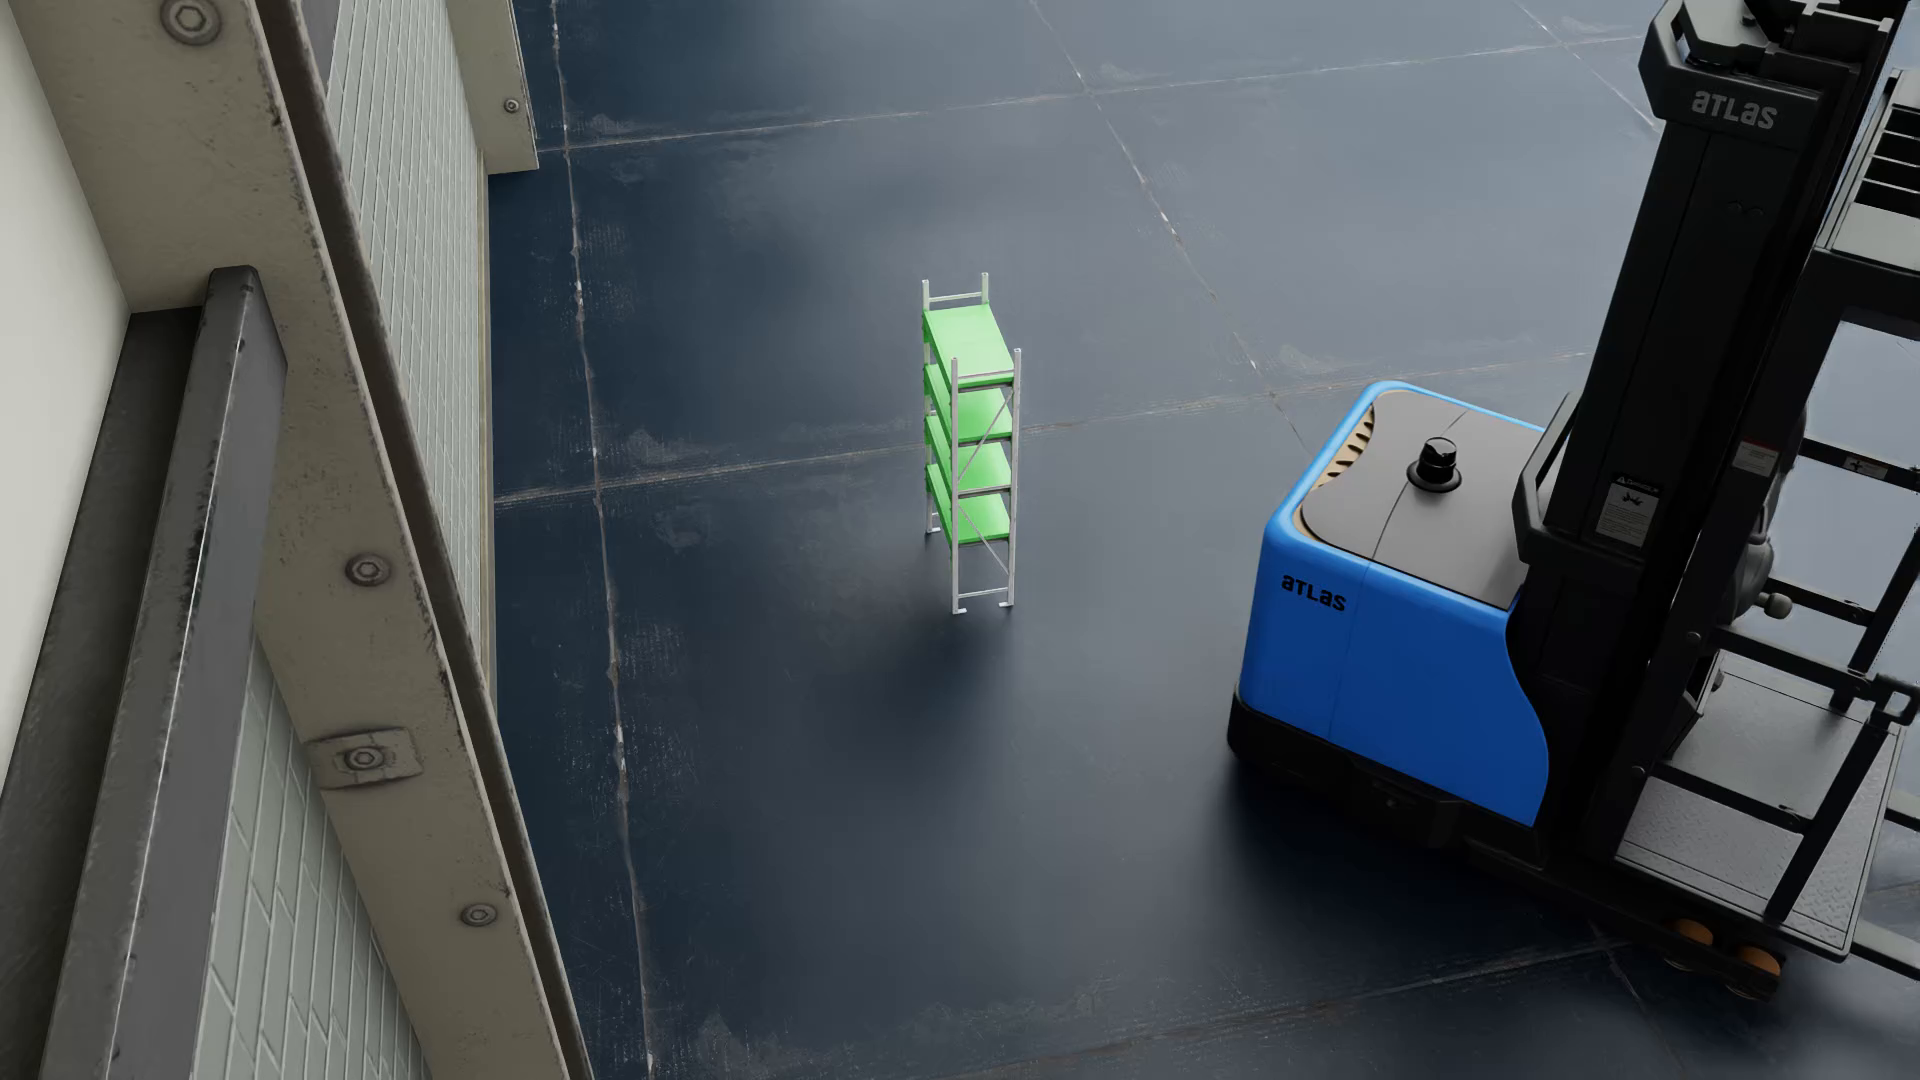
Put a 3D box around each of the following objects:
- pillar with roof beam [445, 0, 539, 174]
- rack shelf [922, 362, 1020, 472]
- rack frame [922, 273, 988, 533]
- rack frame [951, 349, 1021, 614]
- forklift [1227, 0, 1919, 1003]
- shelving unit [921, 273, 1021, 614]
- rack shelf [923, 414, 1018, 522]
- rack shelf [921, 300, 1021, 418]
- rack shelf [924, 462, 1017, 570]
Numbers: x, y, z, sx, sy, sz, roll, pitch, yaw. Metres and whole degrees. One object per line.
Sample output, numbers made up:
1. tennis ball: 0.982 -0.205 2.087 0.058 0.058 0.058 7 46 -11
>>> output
1. pillar with roof beam: 1.726 -6.100 6.843 9.100 9.000 0.400 -8 42 -9
2. rack shelf: 0.036 -0.473 6.114 0.258 0.148 0.480 -8 42 -9
3. rack frame: -0.017 -0.500 6.409 0.240 1.200 0.015 -8 42 -9
4. rack frame: 0.088 -0.183 6.053 0.240 1.200 0.015 -8 42 -9
5. forklift: 2.463 -0.083 4.636 3.031 2.935 1.130 22 46 23
6. shelving unit: 0.036 -0.341 6.231 0.258 1.200 0.503 -8 42 -9
7. rack shelf: 0.036 -0.294 6.273 0.258 0.148 0.480 -8 42 -9
8. rack shelf: 0.036 -0.653 5.955 0.258 0.148 0.480 -8 42 -9
9. rack shelf: 0.036 -0.114 6.433 0.258 0.148 0.480 -8 42 -9
